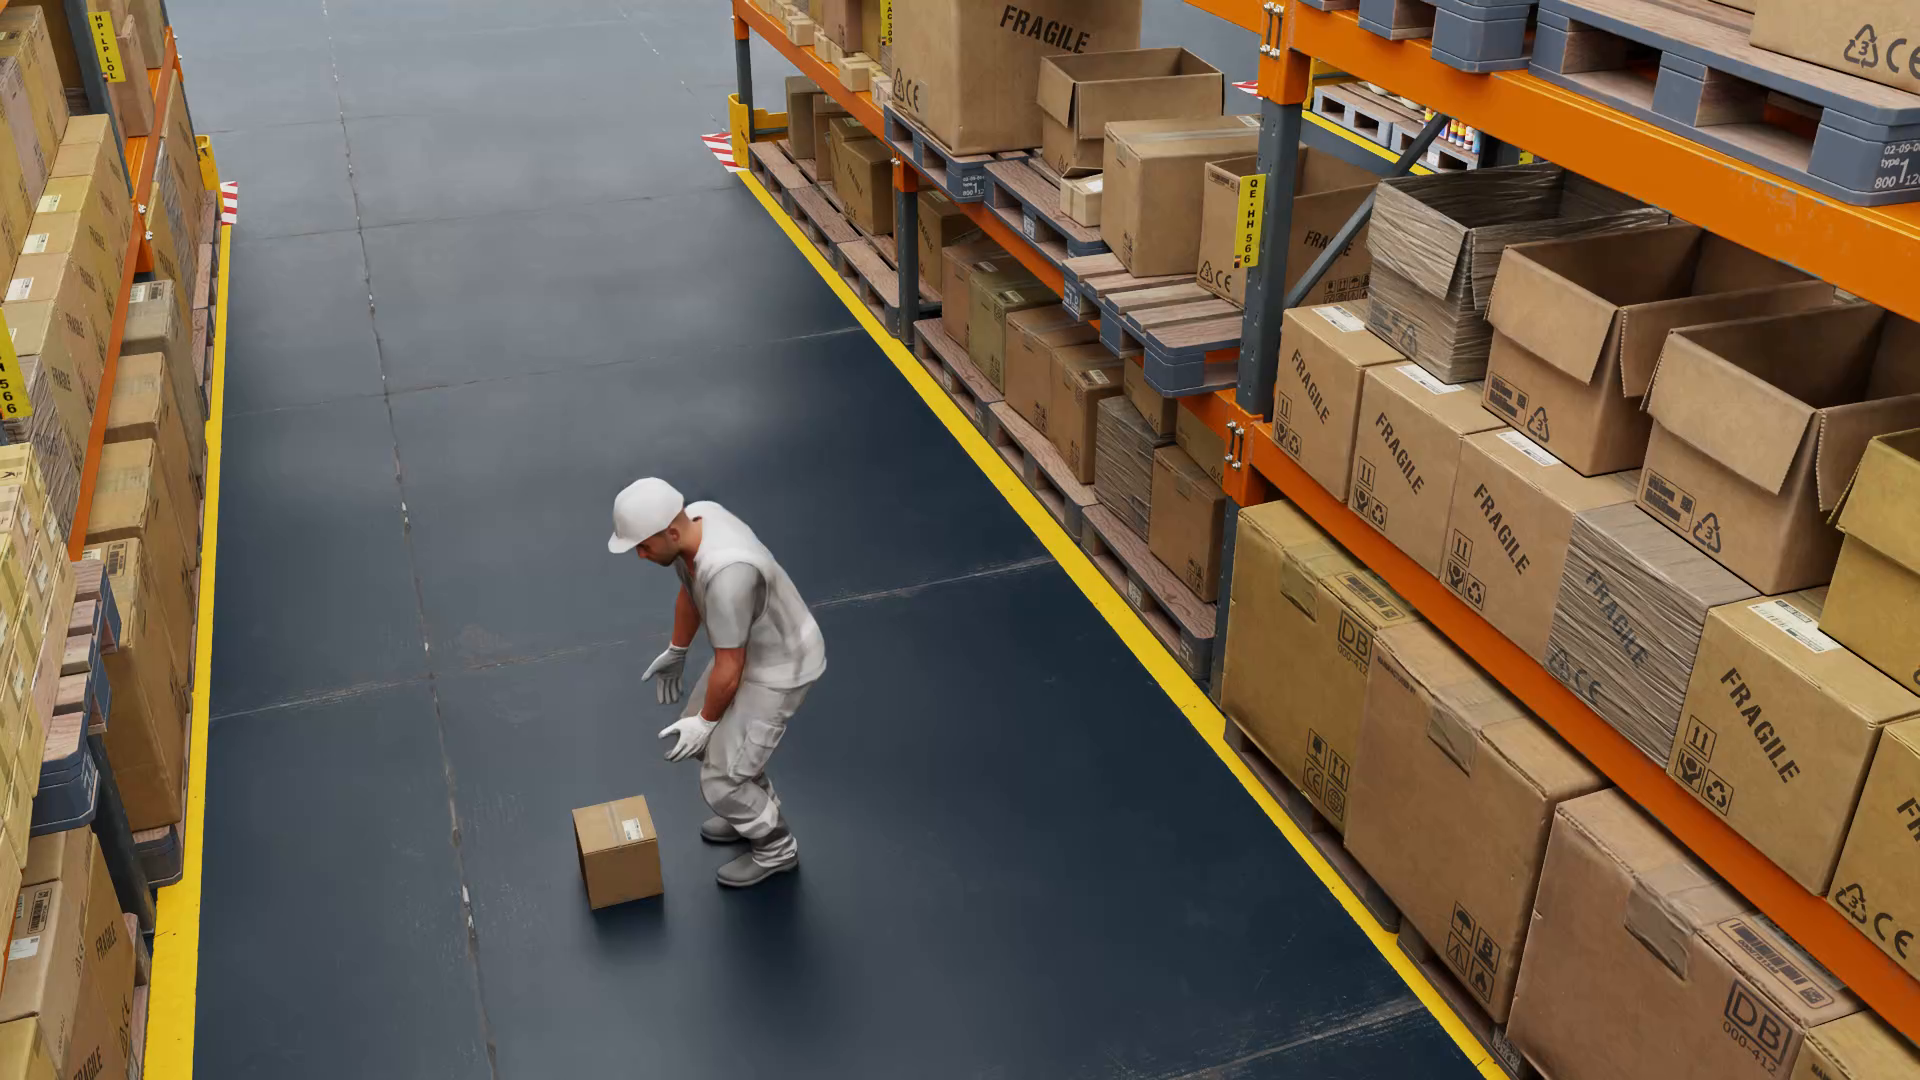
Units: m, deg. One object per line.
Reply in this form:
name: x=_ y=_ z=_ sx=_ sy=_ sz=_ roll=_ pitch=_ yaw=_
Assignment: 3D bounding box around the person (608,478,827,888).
person: x=-0.775 y=0.462 z=5.529 sx=0.669 sy=1.555 sz=0.577 roll=-10 pitch=31 yaw=-17
